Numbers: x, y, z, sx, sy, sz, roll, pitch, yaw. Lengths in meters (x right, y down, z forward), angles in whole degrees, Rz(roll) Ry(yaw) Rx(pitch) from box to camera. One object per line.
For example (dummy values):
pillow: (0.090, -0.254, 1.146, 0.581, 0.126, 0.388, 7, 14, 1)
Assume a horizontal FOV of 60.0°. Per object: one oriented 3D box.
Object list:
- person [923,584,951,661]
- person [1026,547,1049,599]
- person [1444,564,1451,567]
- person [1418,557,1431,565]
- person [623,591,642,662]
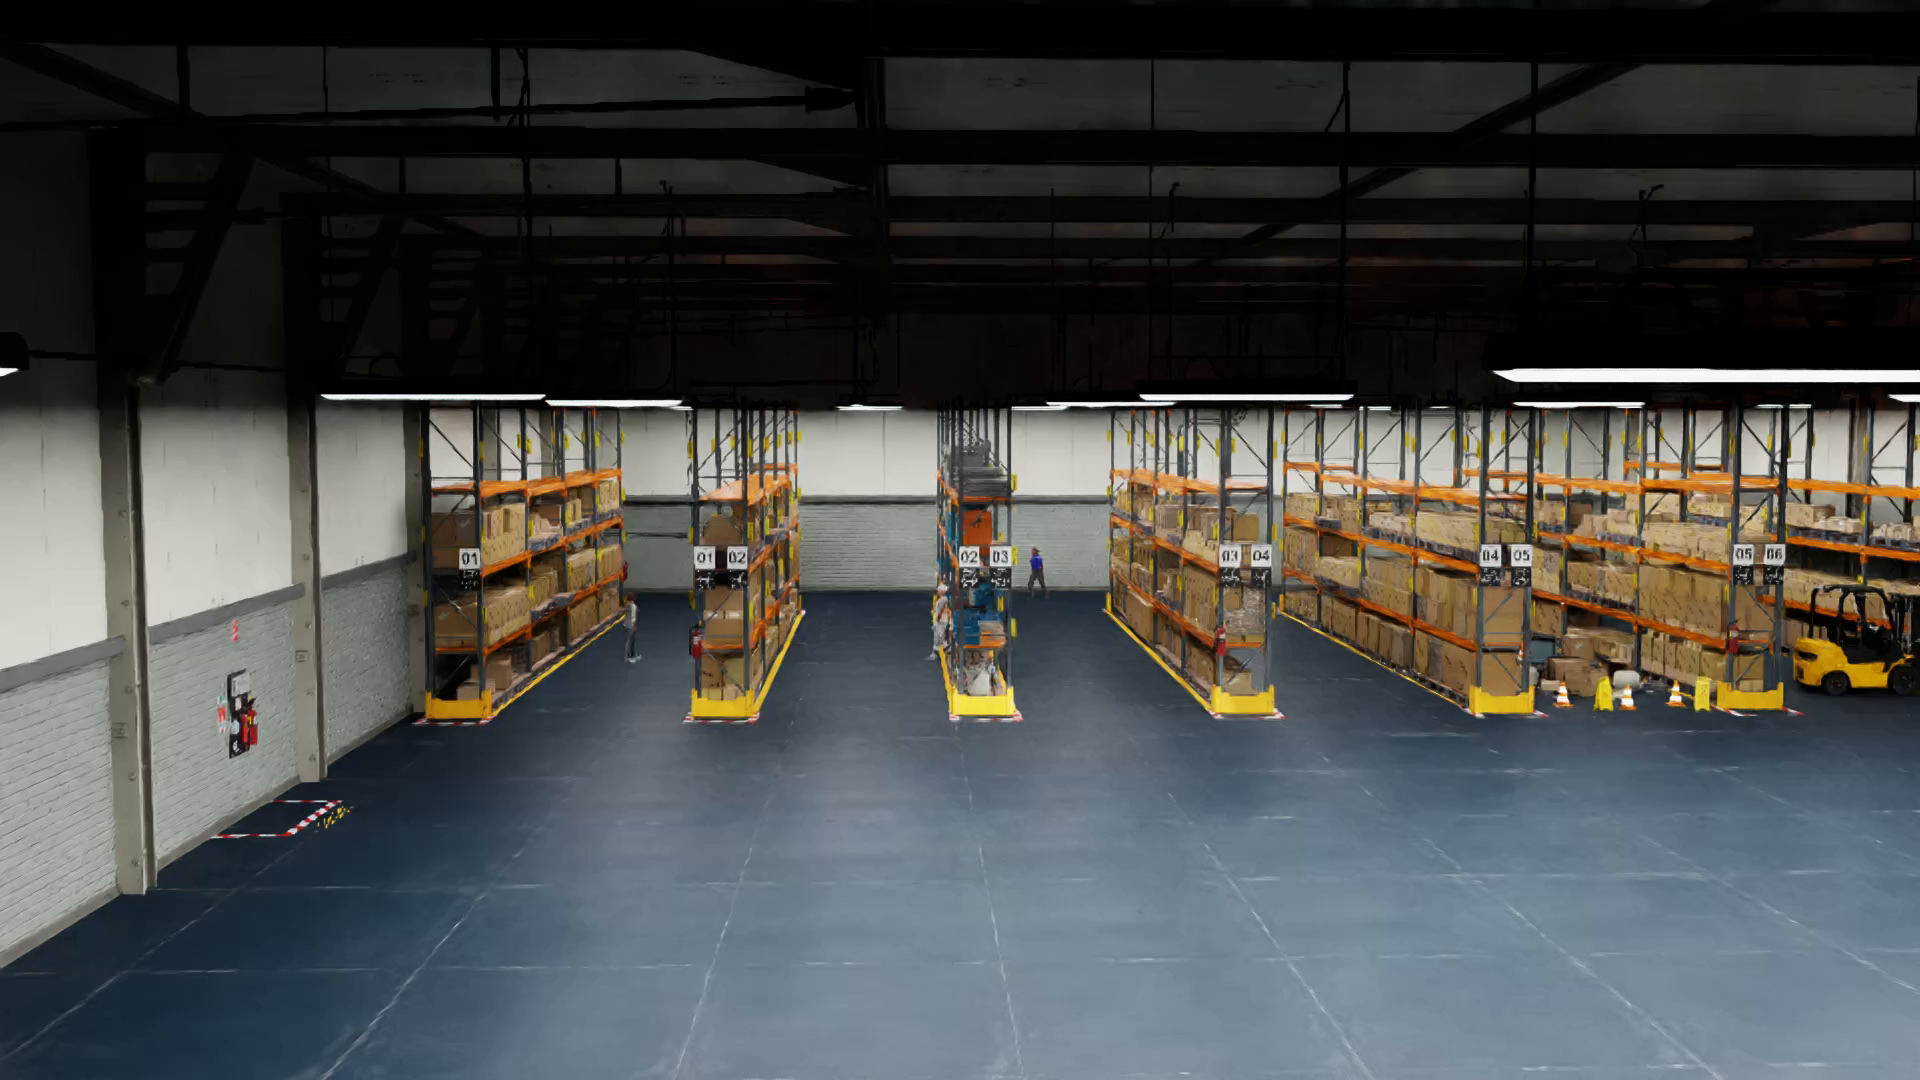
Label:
person: (-0.489, 1.890, 38.137, 0.691, 1.780, 0.671, 0, 4, -5)
person: (2.406, 0.997, 50.821, 0.755, 1.611, 0.479, -4, 6, -43)
person: (13.184, 1.367, 44.964, 0.618, 1.809, 0.642, 1, 4, 9)
person: (13.704, 1.053, 49.060, 0.693, 1.785, 0.568, -3, 5, -33)
person: (-7.502, 1.969, 38.110, 0.474, 1.600, 0.575, -2, 5, -27)
